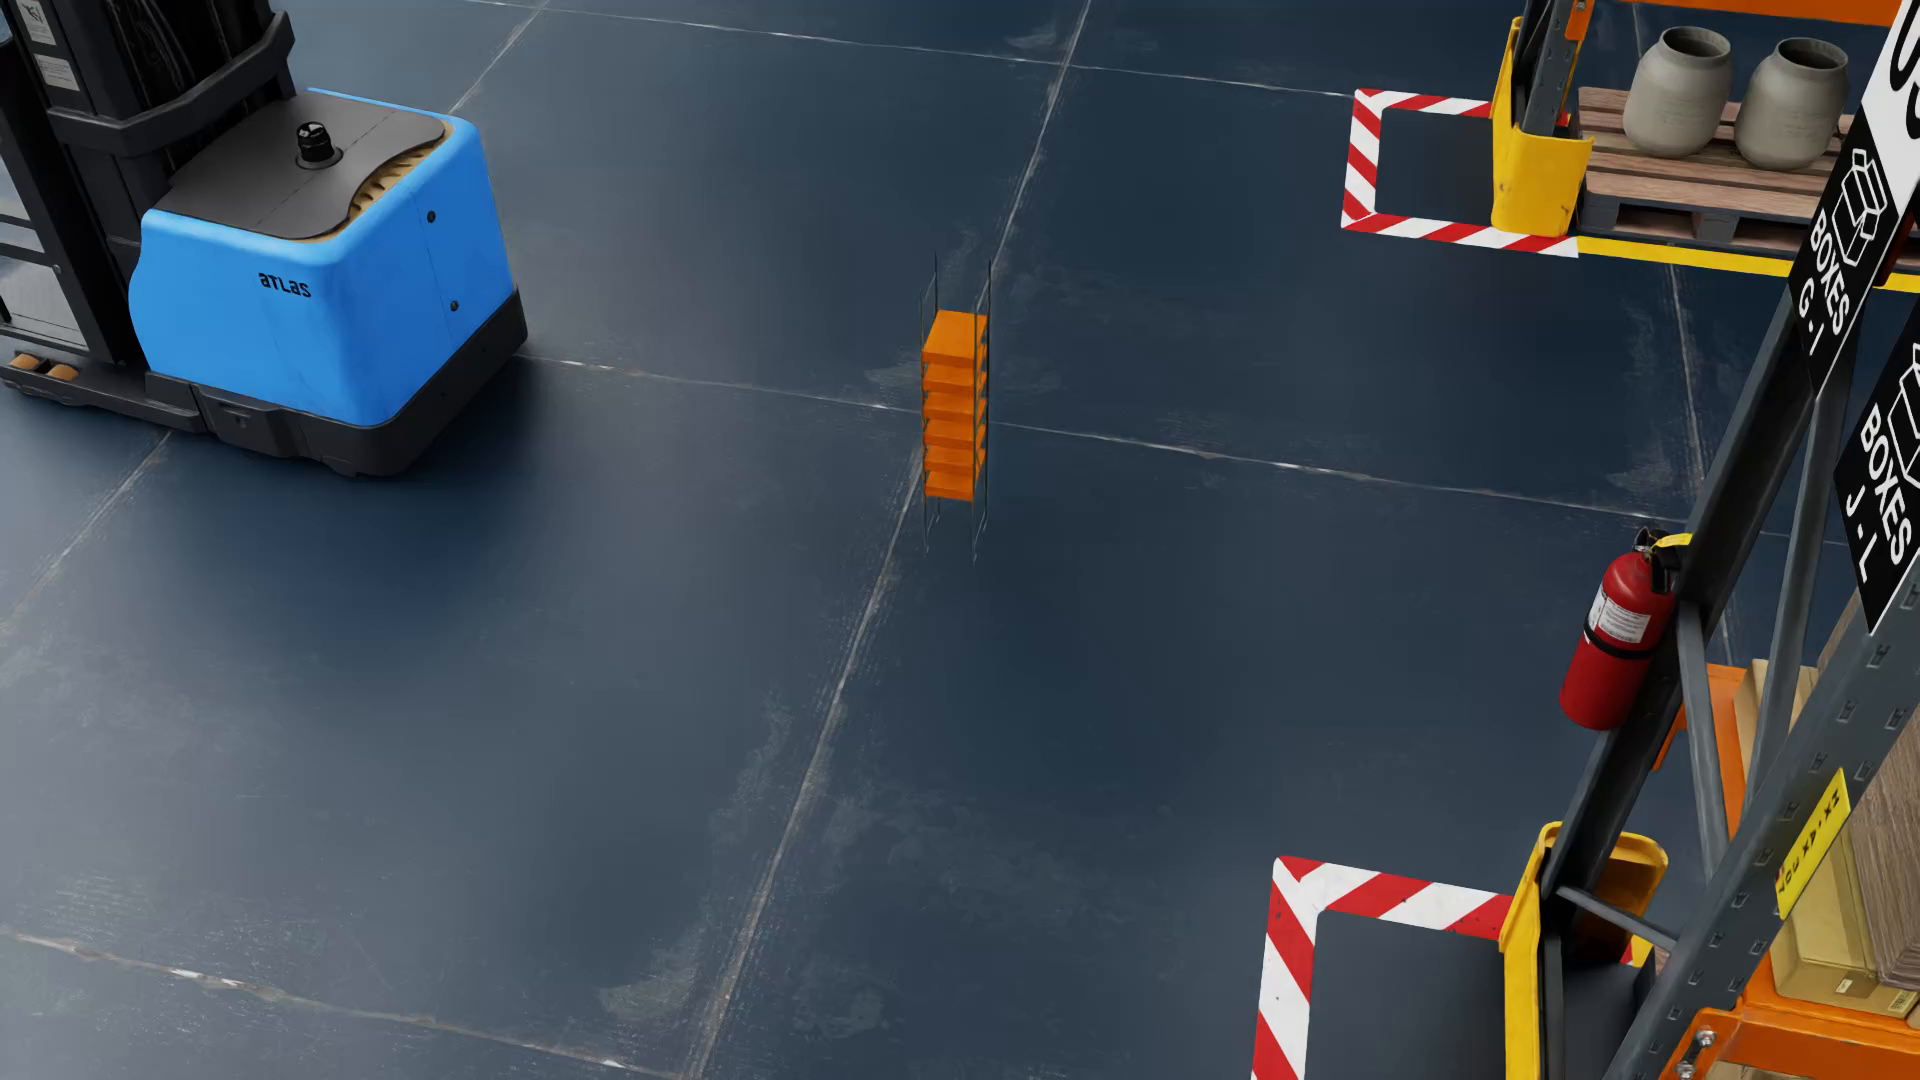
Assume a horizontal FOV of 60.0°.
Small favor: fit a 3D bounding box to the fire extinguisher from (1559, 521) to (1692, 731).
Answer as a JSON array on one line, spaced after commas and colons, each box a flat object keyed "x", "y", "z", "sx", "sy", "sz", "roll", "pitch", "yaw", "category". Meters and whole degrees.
[{"x": 1.595, "y": 0.176, "z": 3.960, "sx": 0.183, "sy": 0.674, "sz": 0.296, "roll": 9, "pitch": 45, "yaw": 9, "category": "fire extinguisher"}]

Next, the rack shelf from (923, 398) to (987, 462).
[{"x": -0.014, "y": -0.402, "z": 5.867, "sx": 0.180, "sy": 0.103, "sz": 0.258, "roll": 9, "pitch": 45, "yaw": 9, "category": "rack shelf"}]

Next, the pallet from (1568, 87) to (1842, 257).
[{"x": 3.564, "y": -1.764, "z": 7.930, "sx": 1.213, "sy": 0.211, "sz": 1.003, "roll": 9, "pitch": 45, "yaw": 9, "category": "pallet"}]

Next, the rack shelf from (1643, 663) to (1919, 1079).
[{"x": 3.558, "y": 1.039, "z": 3.526, "sx": 4.000, "sy": 0.370, "sz": 1.077, "roll": 9, "pitch": 45, "yaw": 9, "category": "rack shelf"}]

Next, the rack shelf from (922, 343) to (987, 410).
[{"x": -0.014, "y": -0.575, "z": 5.701, "sx": 0.180, "sy": 0.103, "sz": 0.258, "roll": 9, "pitch": 45, "yaw": 9, "category": "rack shelf"}]

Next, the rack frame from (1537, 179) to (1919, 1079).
[{"x": 1.606, "y": 0.477, "z": 3.591, "sx": 0.127, "sy": 3.000, "sz": 1.000, "roll": 9, "pitch": 45, "yaw": 9, "category": "rack frame"}]

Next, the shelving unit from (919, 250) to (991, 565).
[{"x": -0.014, "y": -0.434, "z": 5.836, "sx": 0.189, "sy": 1.200, "sz": 0.258, "roll": 9, "pitch": 45, "yaw": 9, "category": "shelving unit"}]

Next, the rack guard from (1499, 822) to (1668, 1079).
[{"x": 1.680, "y": 1.389, "z": 4.446, "sx": 0.348, "sy": 0.500, "sz": 1.175, "roll": 9, "pitch": 45, "yaw": 9, "category": "rack guard"}]

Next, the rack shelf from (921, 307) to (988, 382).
[{"x": -0.014, "y": -0.662, "z": 5.617, "sx": 0.180, "sy": 0.103, "sz": 0.258, "roll": 9, "pitch": 45, "yaw": 9, "category": "rack shelf"}]

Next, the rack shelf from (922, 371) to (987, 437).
[{"x": -0.014, "y": -0.489, "z": 5.784, "sx": 0.180, "sy": 0.103, "sz": 0.258, "roll": 9, "pitch": 45, "yaw": 9, "category": "rack shelf"}]

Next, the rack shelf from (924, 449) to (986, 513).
[{"x": -0.014, "y": -0.230, "z": 6.033, "sx": 0.180, "sy": 0.103, "sz": 0.258, "roll": 9, "pitch": 45, "yaw": 9, "category": "rack shelf"}]

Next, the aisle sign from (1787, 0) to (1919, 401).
[{"x": 1.611, "y": -0.672, "z": 2.910, "sx": 0.004, "sy": 0.787, "sz": 0.394, "roll": 9, "pitch": 45, "yaw": 9, "category": "aisle sign"}]

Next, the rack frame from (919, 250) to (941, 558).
[{"x": -0.103, "y": -0.448, "z": 5.851, "sx": 0.006, "sy": 1.200, "sz": 0.240, "roll": 9, "pitch": 45, "yaw": 9, "category": "rack frame"}]

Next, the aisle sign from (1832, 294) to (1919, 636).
[{"x": 1.480, "y": -0.266, "z": 2.488, "sx": 0.004, "sy": 0.787, "sz": 0.394, "roll": 9, "pitch": 45, "yaw": 9, "category": "aisle sign"}]

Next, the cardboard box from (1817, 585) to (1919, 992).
[{"x": 2.137, "y": 0.436, "z": 3.347, "sx": 0.500, "sy": 0.500, "sz": 0.875, "roll": 9, "pitch": 45, "yaw": 9, "category": "cardboard box"}]

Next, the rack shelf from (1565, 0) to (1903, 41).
[{"x": 4.639, "y": -2.313, "z": 7.008, "sx": 4.000, "sy": 0.370, "sz": 1.077, "roll": 9, "pitch": 45, "yaw": 9, "category": "rack shelf"}]

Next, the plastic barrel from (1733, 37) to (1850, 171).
[{"x": 3.836, "y": -2.006, "z": 7.662, "sx": 0.421, "sy": 0.512, "sz": 0.421, "roll": 0, "pitch": 44, "yaw": 0, "category": "plastic barrel"}]

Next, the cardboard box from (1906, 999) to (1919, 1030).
[{"x": 2.072, "y": 0.823, "z": 3.413, "sx": 0.250, "sy": 0.149, "sz": 0.380, "roll": 9, "pitch": 45, "yaw": 9, "category": "cardboard box"}]

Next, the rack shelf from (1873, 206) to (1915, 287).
[{"x": 3.558, "y": -0.041, "z": 2.486, "sx": 4.000, "sy": 0.370, "sz": 1.077, "roll": 9, "pitch": 45, "yaw": 9, "category": "rack shelf"}]

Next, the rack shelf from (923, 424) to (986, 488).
[{"x": -0.014, "y": -0.316, "z": 5.950, "sx": 0.180, "sy": 0.103, "sz": 0.258, "roll": 9, "pitch": 45, "yaw": 9, "category": "rack shelf"}]

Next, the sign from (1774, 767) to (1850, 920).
[{"x": 1.488, "y": 0.533, "z": 2.909, "sx": 0.005, "sy": 0.325, "sz": 0.100, "roll": 9, "pitch": 45, "yaw": 9, "category": "sign"}]

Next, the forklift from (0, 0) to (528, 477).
[{"x": -3.402, "y": -1.935, "z": 6.147, "sx": 3.031, "sy": 2.935, "sz": 1.130, "roll": 14, "pitch": 46, "yaw": 15, "category": "forklift"}]

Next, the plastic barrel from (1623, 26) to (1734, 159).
[{"x": 3.347, "y": -2.082, "z": 7.741, "sx": 0.421, "sy": 0.512, "sz": 0.421, "roll": 0, "pitch": 44, "yaw": 0, "category": "plastic barrel"}]

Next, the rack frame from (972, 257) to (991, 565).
[{"x": 0.075, "y": -0.421, "z": 5.822, "sx": 0.006, "sy": 1.200, "sz": 0.240, "roll": 9, "pitch": 45, "yaw": 9, "category": "rack frame"}]

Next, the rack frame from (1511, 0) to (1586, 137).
[{"x": 2.688, "y": -2.875, "z": 7.073, "sx": 0.127, "sy": 3.000, "sz": 1.000, "roll": 9, "pitch": 45, "yaw": 9, "category": "rack frame"}]

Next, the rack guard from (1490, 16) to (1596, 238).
[{"x": 2.772, "y": -1.994, "z": 7.961, "sx": 0.348, "sy": 0.500, "sz": 1.175, "roll": 9, "pitch": 45, "yaw": 9, "category": "rack guard"}]

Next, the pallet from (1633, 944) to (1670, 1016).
[{"x": 2.465, "y": 1.640, "z": 4.393, "sx": 1.213, "sy": 0.211, "sz": 1.003, "roll": 9, "pitch": 45, "yaw": 9, "category": "pallet"}]

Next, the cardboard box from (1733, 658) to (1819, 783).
[{"x": 1.929, "y": 0.471, "z": 3.778, "sx": 0.250, "sy": 0.149, "sz": 0.380, "roll": 9, "pitch": 45, "yaw": 9, "category": "cardboard box"}]

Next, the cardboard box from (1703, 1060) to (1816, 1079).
[{"x": 2.212, "y": 1.333, "z": 4.202, "sx": 0.500, "sy": 0.500, "sz": 0.500, "roll": 17, "pitch": 46, "yaw": 17, "category": "cardboard box"}]

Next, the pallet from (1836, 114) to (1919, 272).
[{"x": 4.751, "y": -1.577, "z": 7.737, "sx": 1.213, "sy": 0.211, "sz": 1.003, "roll": 9, "pitch": 45, "yaw": 9, "category": "pallet"}]

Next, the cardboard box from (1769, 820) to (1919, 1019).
[{"x": 1.832, "y": 0.772, "z": 3.466, "sx": 0.250, "sy": 0.149, "sz": 0.380, "roll": 9, "pitch": 45, "yaw": 9, "category": "cardboard box"}]
